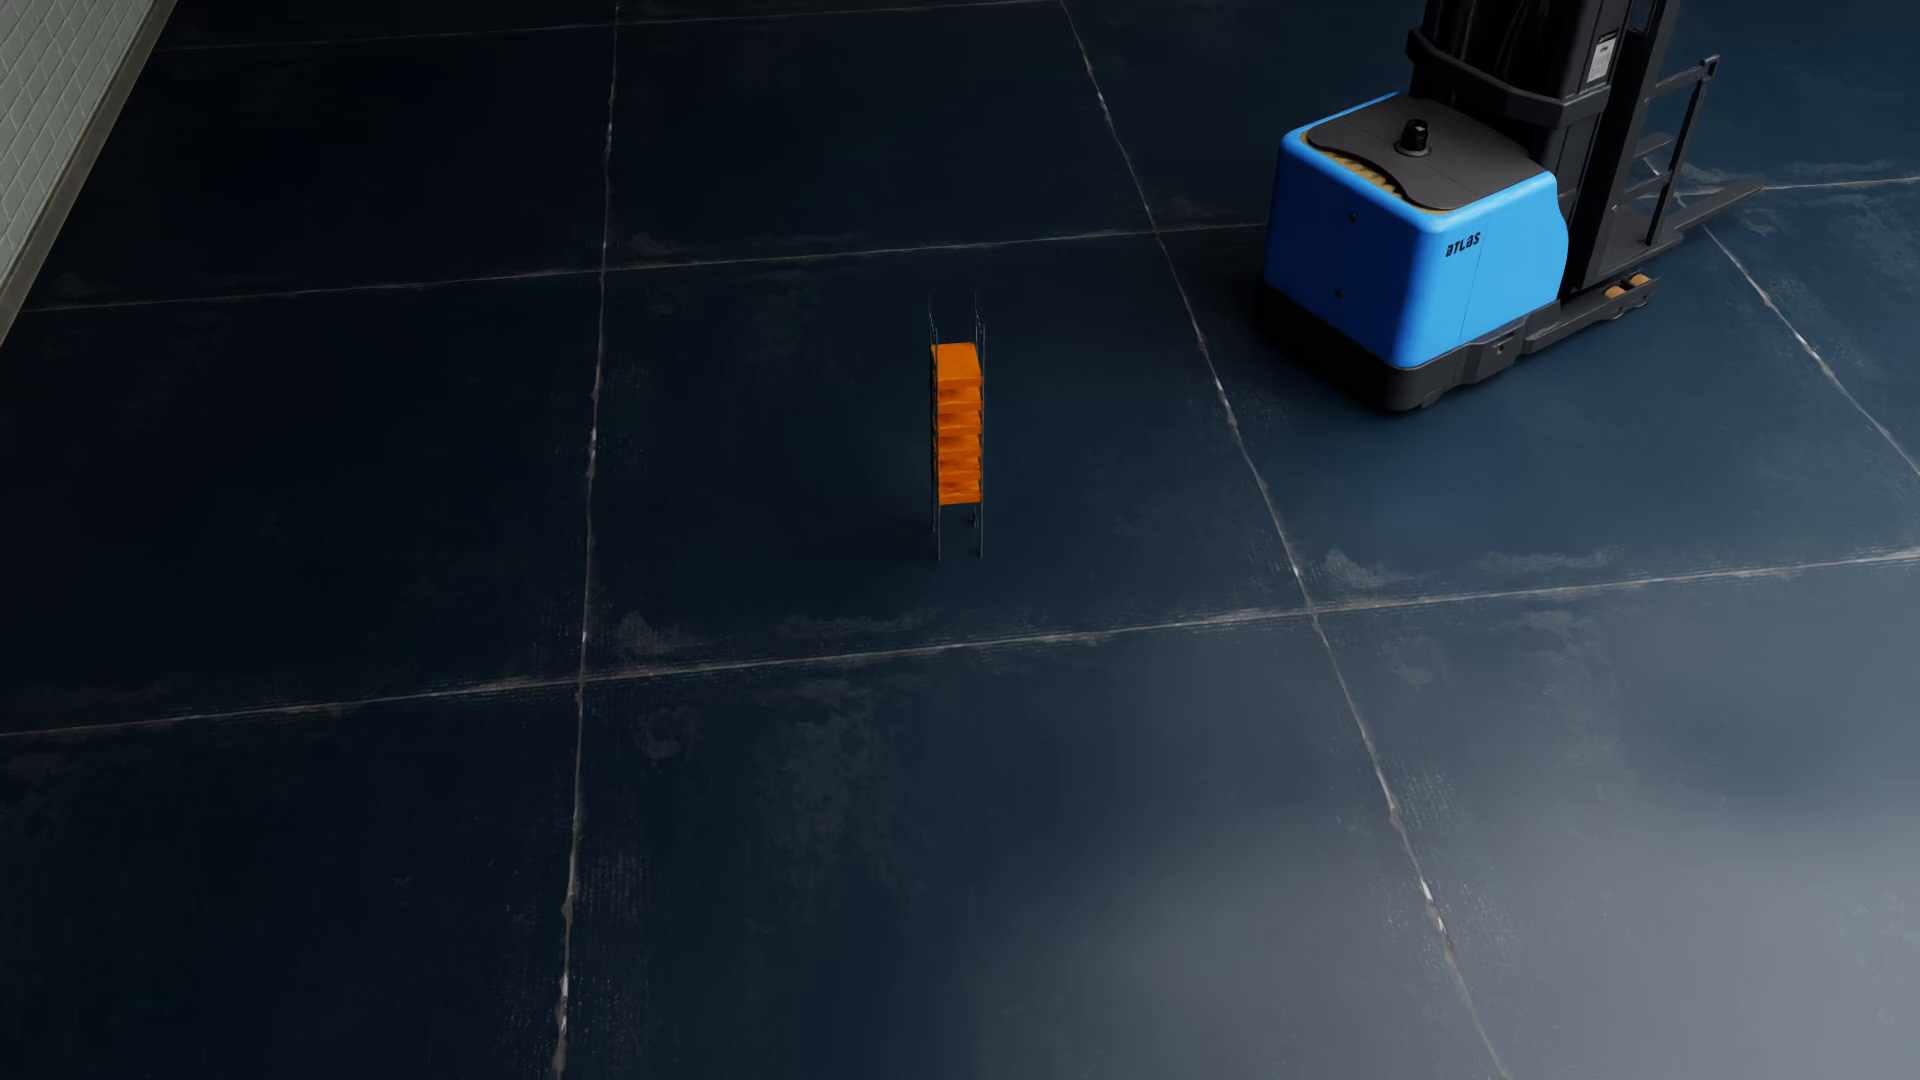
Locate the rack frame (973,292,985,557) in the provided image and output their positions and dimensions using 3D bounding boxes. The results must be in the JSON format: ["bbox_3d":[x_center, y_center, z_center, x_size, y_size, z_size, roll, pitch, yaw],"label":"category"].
[{"bbox_3d":[0.076,-0.452,6.856,0.006,1.200,0.240,-5,42,-6],"label":"rack frame"}]

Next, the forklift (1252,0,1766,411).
[{"bbox_3d":[2.976,-2.481,7.812,3.031,2.935,1.130,-25,48,-25],"label":"forklift"}]

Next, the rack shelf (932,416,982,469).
[{"bbox_3d":[-0.014,-0.411,6.876,0.180,0.103,0.258,-5,42,-6],"label":"rack shelf"}]

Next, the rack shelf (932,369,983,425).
[{"bbox_3d":[-0.014,-0.589,6.716,0.180,0.103,0.258,-5,42,-6],"label":"rack shelf"}]

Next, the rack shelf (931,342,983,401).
[{"bbox_3d":[-0.014,-0.679,6.635,0.180,0.103,0.258,-5,42,-6],"label":"rack shelf"}]

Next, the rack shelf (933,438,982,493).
[{"bbox_3d":[-0.014,-0.322,6.957,0.180,0.103,0.258,-5,42,-6],"label":"rack shelf"}]

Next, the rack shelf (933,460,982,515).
[{"bbox_3d":[-0.014,-0.233,7.037,0.180,0.103,0.258,-5,42,-6],"label":"rack shelf"}]

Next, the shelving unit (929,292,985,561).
[{"bbox_3d":[-0.014,-0.444,6.847,0.189,1.200,0.258,-5,42,-6],"label":"shelving unit"}]

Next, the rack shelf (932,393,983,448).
[{"bbox_3d":[-0.014,-0.500,6.796,0.180,0.103,0.258,-5,42,-6],"label":"rack shelf"}]

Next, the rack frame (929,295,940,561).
[{"bbox_3d":[-0.105,-0.436,6.838,0.006,1.200,0.240,-5,42,-6],"label":"rack frame"}]
